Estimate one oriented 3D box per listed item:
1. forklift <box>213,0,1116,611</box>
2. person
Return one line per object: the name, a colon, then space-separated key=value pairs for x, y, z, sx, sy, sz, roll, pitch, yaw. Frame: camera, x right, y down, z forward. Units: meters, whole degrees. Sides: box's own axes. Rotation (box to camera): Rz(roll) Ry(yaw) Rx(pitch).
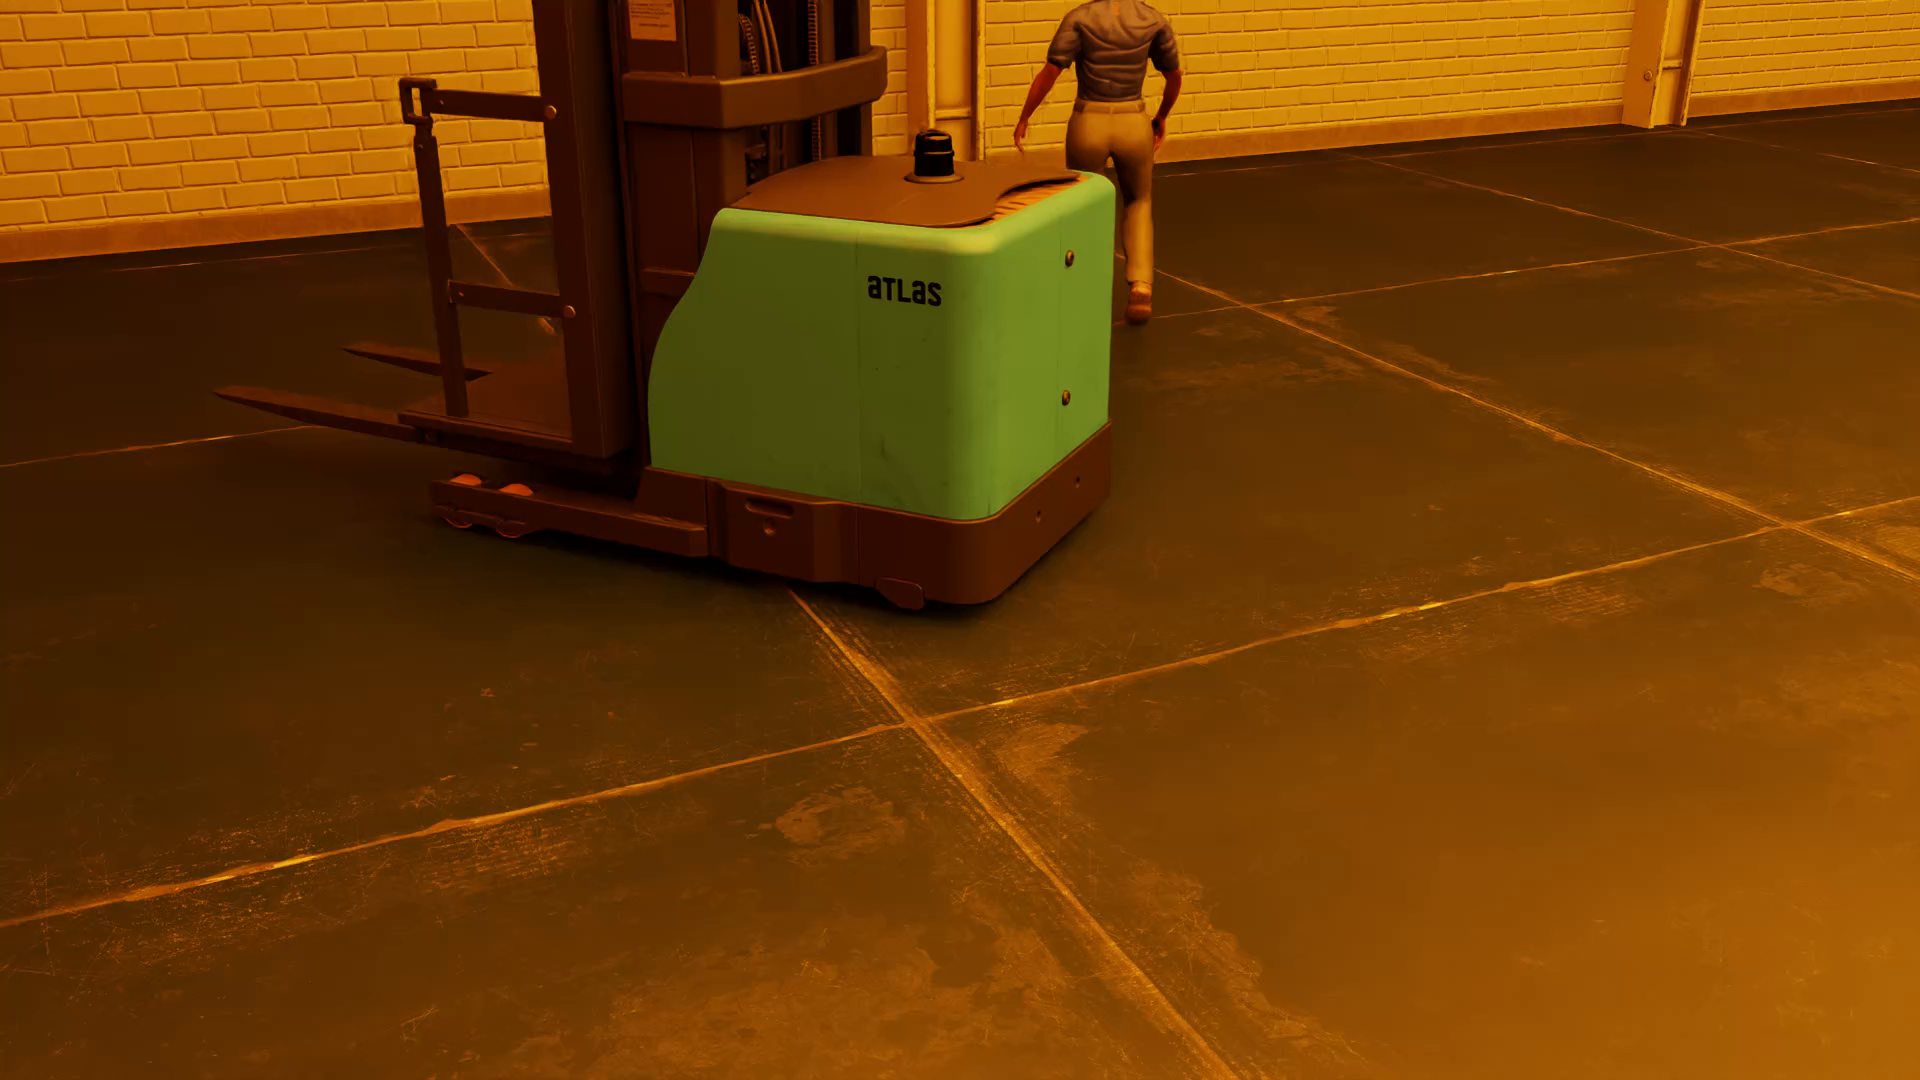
forklift: x=-1.082 y=-1.529 z=4.966 sx=3.031 sy=2.935 sz=1.130 roll=10 pitch=25 yaw=23
person: x=0.588 y=-1.730 z=7.174 sx=0.709 sy=1.640 sz=0.434 roll=0 pitch=23 yaw=0
